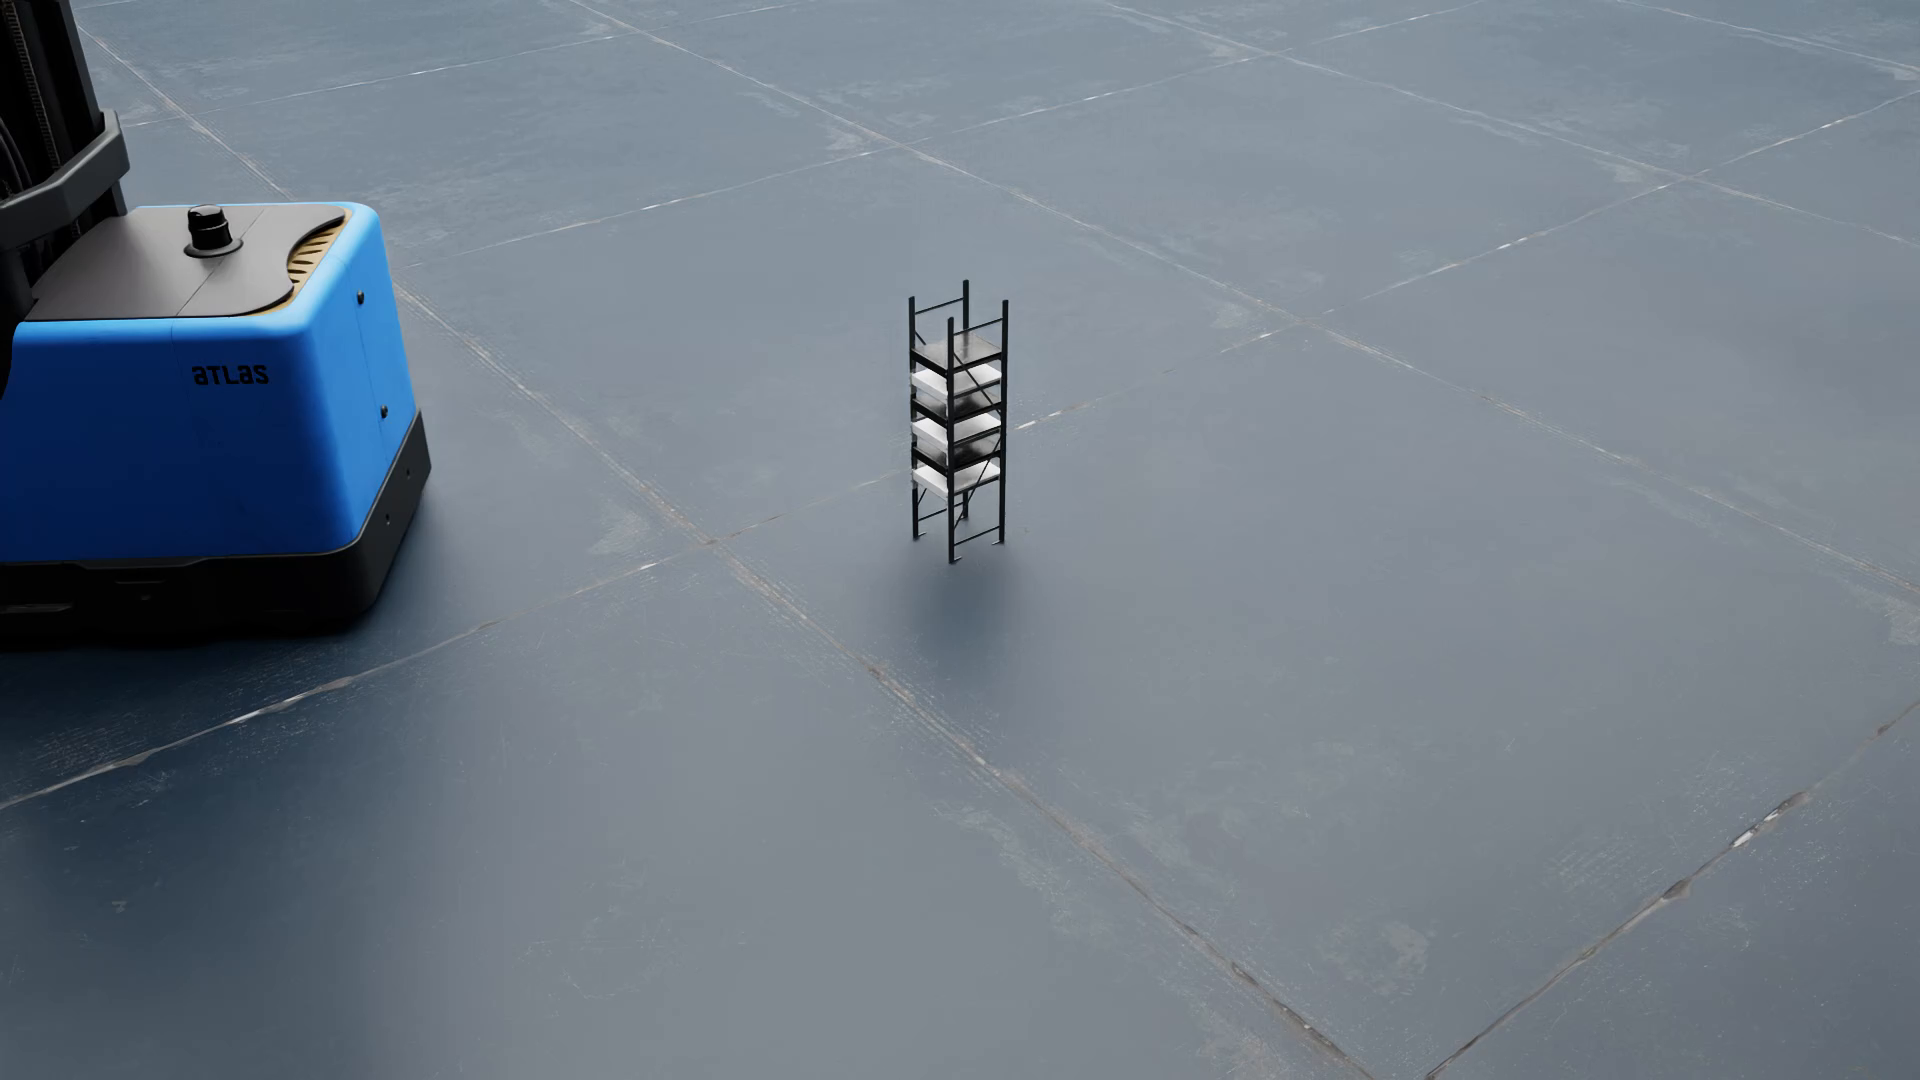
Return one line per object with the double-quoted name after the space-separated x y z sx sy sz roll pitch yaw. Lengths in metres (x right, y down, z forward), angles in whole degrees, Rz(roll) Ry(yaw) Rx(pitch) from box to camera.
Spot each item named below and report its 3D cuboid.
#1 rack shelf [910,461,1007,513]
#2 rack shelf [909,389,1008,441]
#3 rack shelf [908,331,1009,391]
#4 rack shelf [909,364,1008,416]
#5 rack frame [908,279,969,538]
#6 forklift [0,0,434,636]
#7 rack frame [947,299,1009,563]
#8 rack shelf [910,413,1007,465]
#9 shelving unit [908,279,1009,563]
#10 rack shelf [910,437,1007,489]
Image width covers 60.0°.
-0.005 -0.204 5.631 0.258 0.077 0.200 -22 38 -31 "rack shelf"
-0.005 -0.434 5.488 0.258 0.077 0.200 -22 38 -31 "rack shelf"
-0.005 -0.587 5.393 0.258 0.077 0.200 -22 38 -31 "rack shelf"
-0.005 -0.510 5.441 0.258 0.077 0.200 -22 38 -31 "rack shelf"
-0.067 -0.428 5.586 0.240 0.900 0.006 -22 38 -31 "rack frame"
-3.394 -1.168 4.853 3.031 2.935 1.130 -2 32 -3 "forklift"
0.057 -0.343 5.450 0.240 0.900 0.006 -22 38 -31 "rack frame"
-0.005 -0.357 5.536 0.258 0.077 0.200 -22 38 -31 "rack shelf"
-0.005 -0.386 5.518 0.258 0.900 0.210 -22 38 -31 "shelving unit"
-0.005 -0.281 5.583 0.258 0.077 0.200 -22 38 -31 "rack shelf"
